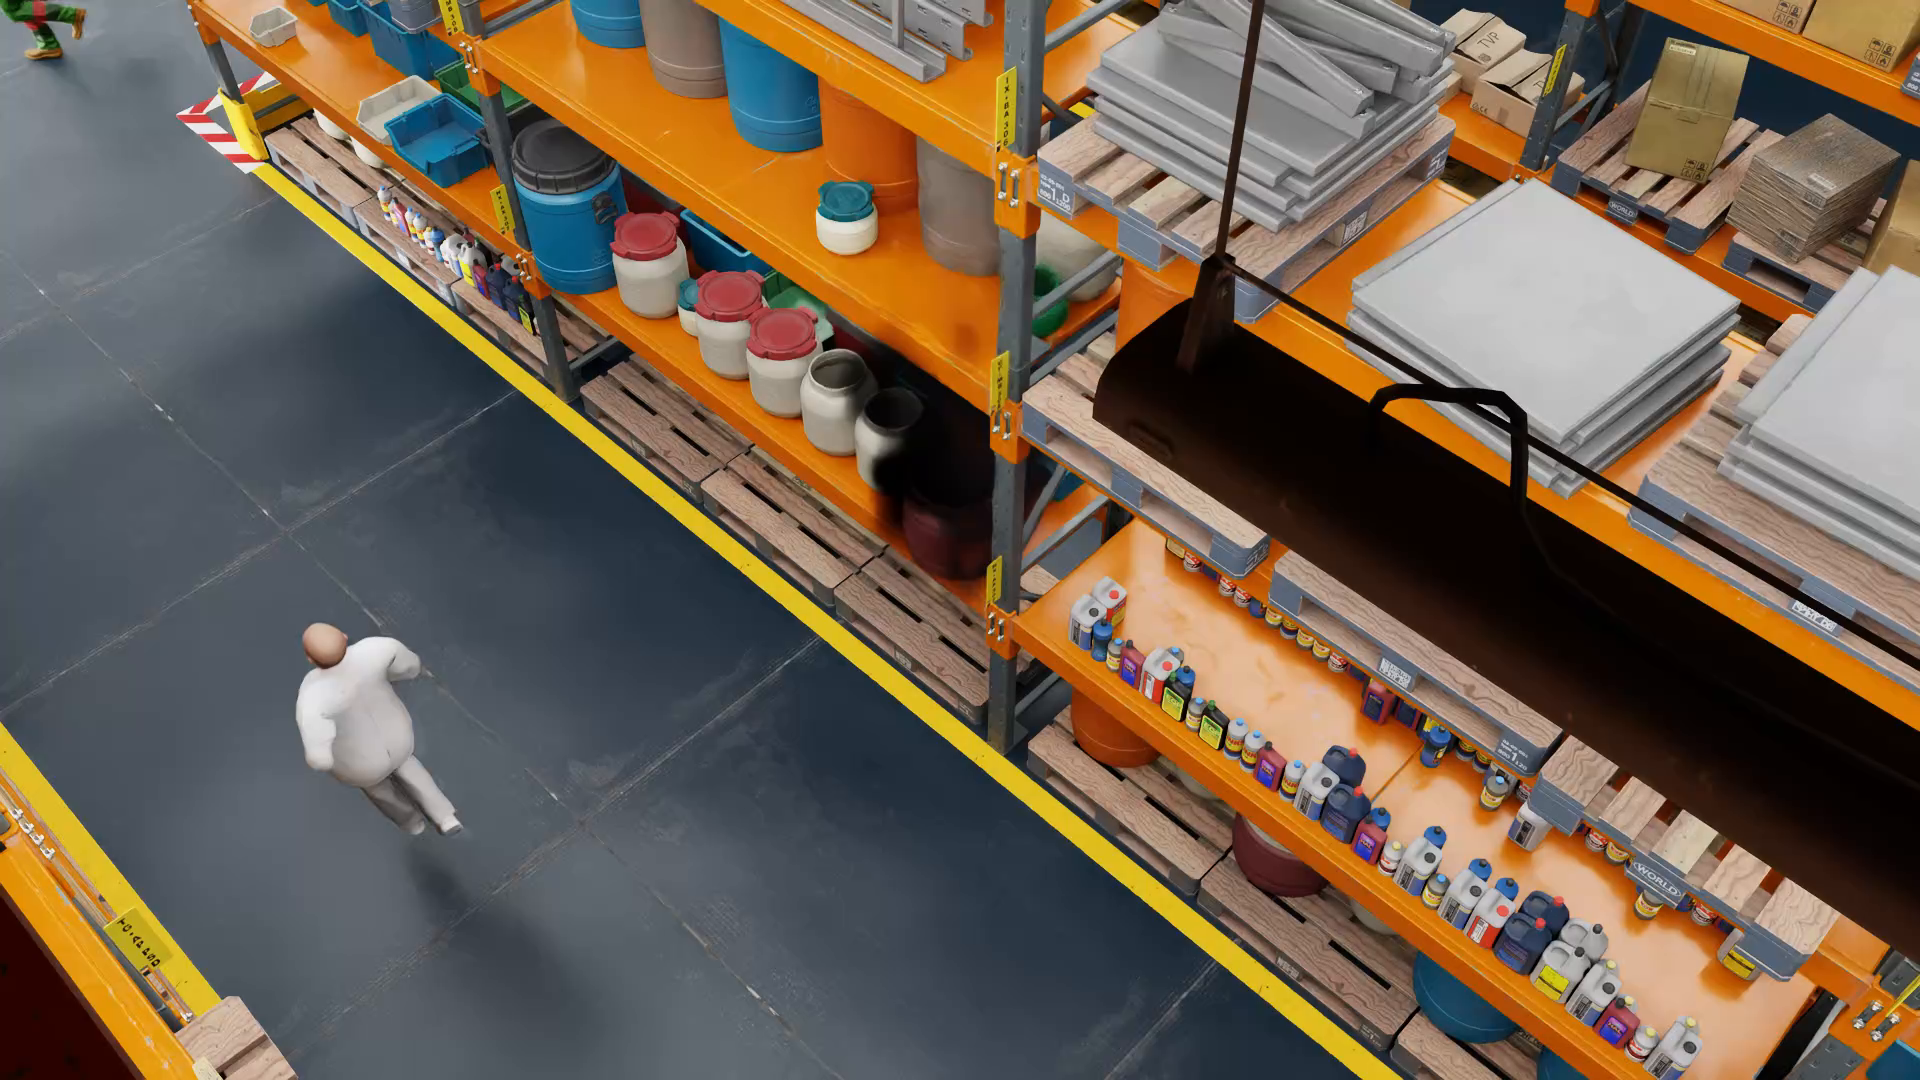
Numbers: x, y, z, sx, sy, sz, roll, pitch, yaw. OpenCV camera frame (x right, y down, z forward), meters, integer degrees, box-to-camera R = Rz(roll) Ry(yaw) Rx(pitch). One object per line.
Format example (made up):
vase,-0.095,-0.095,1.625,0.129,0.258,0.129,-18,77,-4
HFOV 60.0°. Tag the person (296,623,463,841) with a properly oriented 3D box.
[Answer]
person,-2.856,0.959,8.069,0.684,1.755,0.713,30,56,23

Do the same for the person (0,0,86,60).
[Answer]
person,-7.403,-4.561,13.072,0.666,1.760,0.676,-5,50,-4
